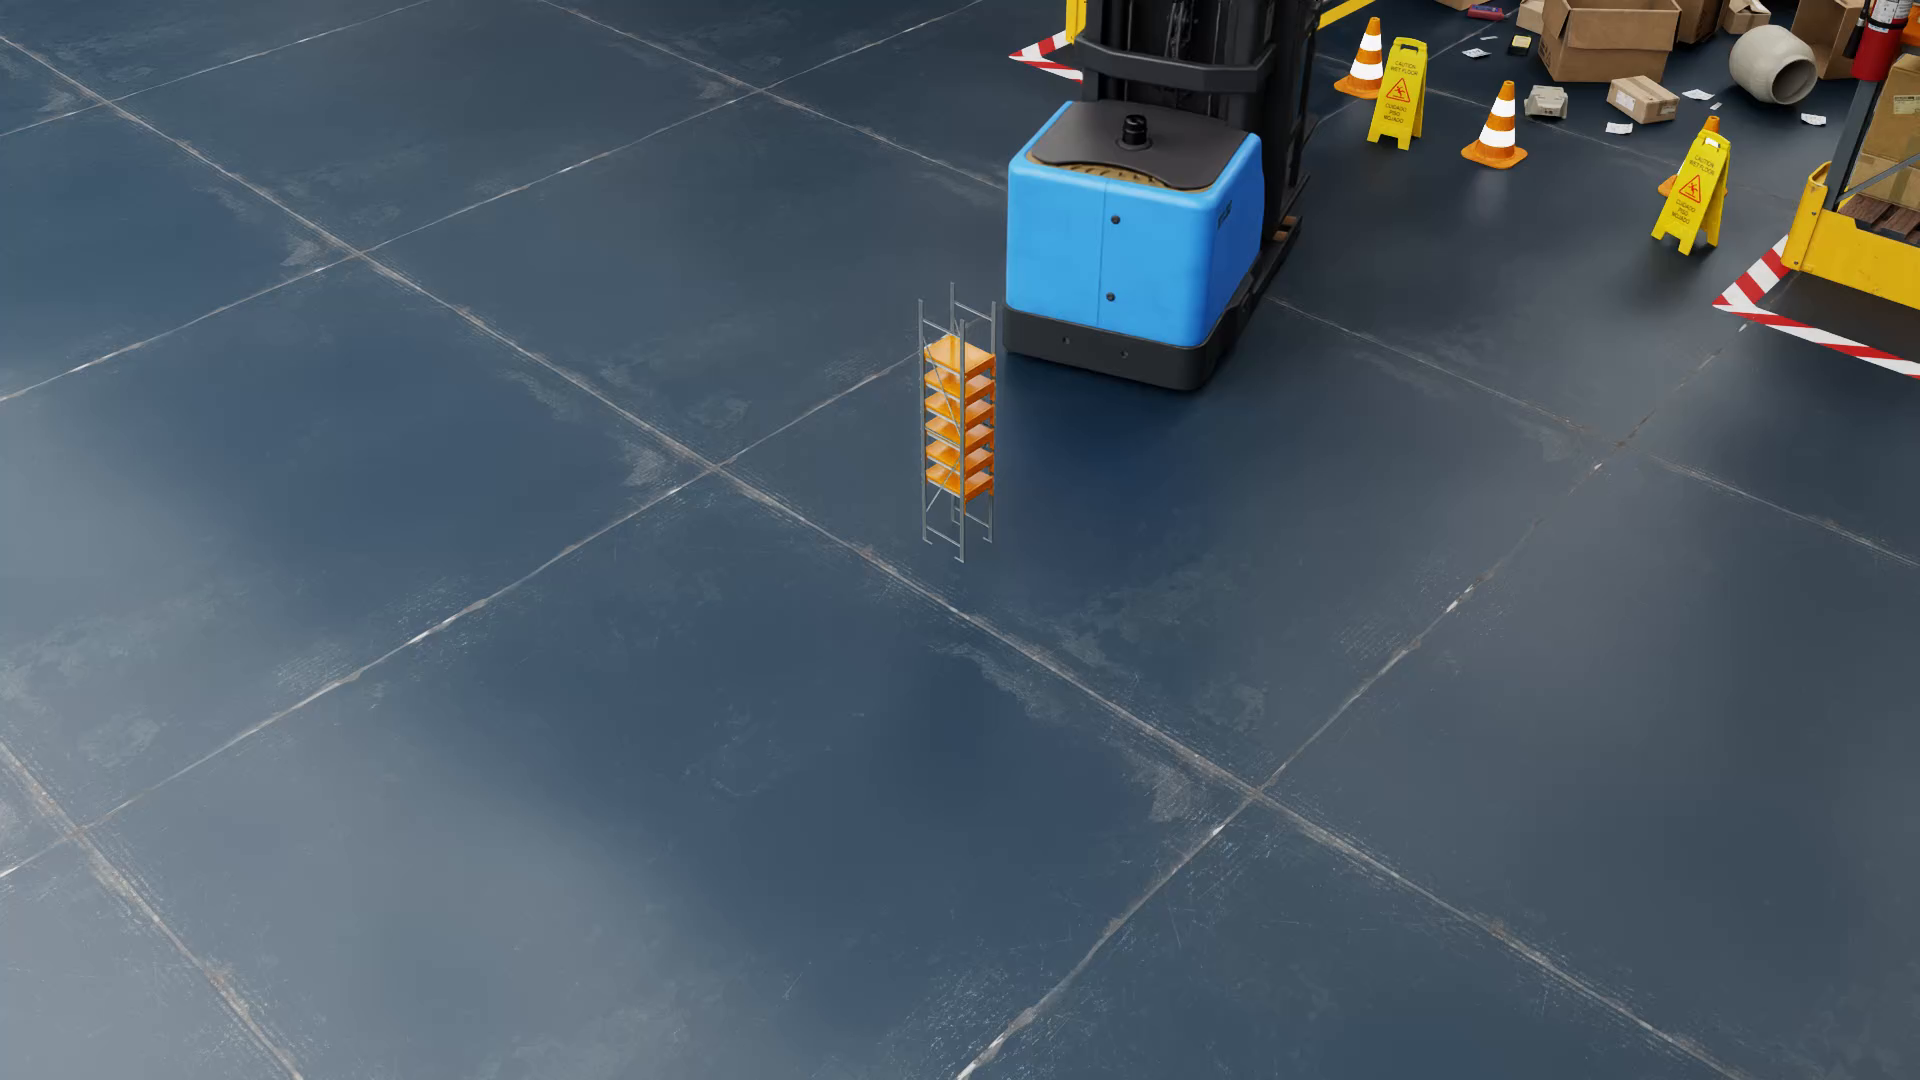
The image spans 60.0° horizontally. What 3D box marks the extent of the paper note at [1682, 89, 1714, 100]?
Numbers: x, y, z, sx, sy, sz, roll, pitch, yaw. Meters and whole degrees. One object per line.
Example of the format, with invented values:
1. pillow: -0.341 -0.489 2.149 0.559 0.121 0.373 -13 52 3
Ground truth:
1. paper note: 4.849 -2.928 10.917 0.142 0.019 0.148 -18 42 -21

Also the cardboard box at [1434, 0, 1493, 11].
1. cardboard box: 3.684 -4.245 12.185 0.500 0.500 0.500 -26 45 -29

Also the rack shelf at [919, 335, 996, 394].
1. rack shelf: -0.010 -0.710 6.672 0.258 0.103 0.180 30 47 32

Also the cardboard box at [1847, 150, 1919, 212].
1. cardboard box: 5.360 -2.081 9.328 0.500 0.250 0.500 29 47 32

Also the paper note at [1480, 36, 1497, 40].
1. paper note: 3.713 -3.525 11.675 0.123 0.001 0.032 -11 40 -14

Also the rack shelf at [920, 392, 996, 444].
1. rack shelf: -0.010 -0.522 6.821 0.258 0.103 0.180 30 47 32

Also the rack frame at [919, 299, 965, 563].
1. rack frame: -0.071 -0.421 6.815 0.240 1.200 0.006 30 47 32

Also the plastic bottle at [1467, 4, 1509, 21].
1. plastic bottle: 3.809 -3.792 11.970 0.283 0.061 0.133 14 41 17

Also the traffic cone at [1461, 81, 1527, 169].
1. traffic cone: 3.286 -2.553 10.089 0.336 0.463 0.334 30 47 32

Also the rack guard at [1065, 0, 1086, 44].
1. rack guard: 1.259 -3.540 11.300 1.175 0.500 0.348 30 47 32

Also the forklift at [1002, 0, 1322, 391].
1. forklift: 1.268 -2.786 8.399 1.130 2.935 3.031 15 41 18

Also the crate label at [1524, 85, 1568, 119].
1. crate label: 3.771 -2.813 10.678 0.250 0.136 0.298 8 39 10

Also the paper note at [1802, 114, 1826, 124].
1. paper note: 5.448 -2.689 10.607 0.142 0.019 0.148 14 41 17

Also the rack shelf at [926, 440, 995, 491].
1. rack shelf: -0.010 -0.334 6.971 0.258 0.103 0.180 30 47 32

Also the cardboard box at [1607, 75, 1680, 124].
1. cardboard box: 4.390 -2.831 10.691 0.250 0.149 0.380 -11 40 -14

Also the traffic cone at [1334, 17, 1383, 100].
1. traffic cone: 2.681 -3.184 10.882 0.336 0.463 0.334 30 47 32

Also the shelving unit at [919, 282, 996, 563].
1. shelving unit: -0.010 -0.463 6.868 0.258 1.200 0.189 30 47 32

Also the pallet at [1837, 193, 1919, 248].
1. pallet: 5.622 -1.799 9.343 1.003 0.211 1.213 30 47 32

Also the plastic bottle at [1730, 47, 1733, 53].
1. plastic bottle: 5.441 -3.379 11.451 0.283 0.061 0.133 -26 45 -29

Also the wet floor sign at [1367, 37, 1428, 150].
1. wet floor sign: 2.717 -2.763 10.206 0.267 0.644 0.232 22 43 25

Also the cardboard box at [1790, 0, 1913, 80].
1. cardboard box: 5.968 -3.437 11.168 0.500 0.500 0.500 -5 39 -6

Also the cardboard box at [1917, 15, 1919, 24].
1. cardboard box: 5.091 -2.660 8.388 0.380 0.149 0.250 31 48 33

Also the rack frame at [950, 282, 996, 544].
1. rack frame: 0.052 -0.505 6.921 0.240 1.200 0.006 30 47 32

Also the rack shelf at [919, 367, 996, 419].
1. rack shelf: -0.010 -0.616 6.746 0.258 0.103 0.180 30 47 32

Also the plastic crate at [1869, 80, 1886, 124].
1. plastic crate: 6.031 -2.815 10.726 0.402 0.080 0.583 14 41 17

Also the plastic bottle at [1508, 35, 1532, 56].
1. plastic bottle: 3.886 -3.440 11.527 0.133 0.061 0.283 14 41 17

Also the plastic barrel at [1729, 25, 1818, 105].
1. plastic barrel: 5.273 -3.073 10.775 0.421 0.421 0.512 -5 39 -6

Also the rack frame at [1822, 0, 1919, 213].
1. rack frame: 4.997 -2.497 7.980 1.000 3.000 0.127 30 47 32

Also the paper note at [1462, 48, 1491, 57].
1. paper note: 3.558 -3.355 11.446 0.142 0.017 0.144 -18 42 -21

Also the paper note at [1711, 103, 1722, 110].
1. paper note: 4.904 -2.813 10.780 0.032 0.001 0.123 30 47 32

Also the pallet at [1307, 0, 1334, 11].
1. pallet: 2.580 -4.396 12.609 1.003 0.211 1.213 30 47 32

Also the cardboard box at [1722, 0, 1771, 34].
1. cardboard box: 5.562 -3.792 11.805 0.258 0.266 0.396 2 39 2

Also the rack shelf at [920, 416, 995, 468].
1. rack shelf: -0.010 -0.428 6.896 0.258 0.103 0.180 30 47 32

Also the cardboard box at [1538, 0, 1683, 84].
1. cardboard box: 4.313 -3.390 11.109 0.797 0.503 0.637 2 39 2

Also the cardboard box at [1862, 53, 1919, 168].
1. cardboard box: 5.345 -2.356 9.073 0.500 0.500 0.500 30 47 32

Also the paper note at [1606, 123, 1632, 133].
1. paper note: 4.165 -2.605 10.502 0.148 0.019 0.142 14 41 17

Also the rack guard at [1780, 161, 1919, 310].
1. rack guard: 5.048 -1.554 8.802 1.175 0.500 0.348 30 47 32

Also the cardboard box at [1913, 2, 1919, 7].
1. cardboard box: 5.180 -2.823 8.593 0.380 0.149 0.250 29 47 31

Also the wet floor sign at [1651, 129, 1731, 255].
1. wet floor sign: 4.079 -1.938 9.168 0.232 0.644 0.267 -18 42 -21

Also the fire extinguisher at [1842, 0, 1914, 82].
1. fire extinguisher: 4.580 -2.608 8.182 0.296 0.674 0.183 30 47 32

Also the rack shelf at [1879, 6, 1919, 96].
1. rack shelf: 6.346 -3.134 9.360 1.077 0.370 4.000 30 47 32

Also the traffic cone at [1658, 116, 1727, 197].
1. traffic cone: 4.335 -2.243 9.700 0.336 0.463 0.334 30 47 32

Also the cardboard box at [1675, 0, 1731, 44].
1. cardboard box: 4.938 -3.876 11.611 0.797 0.637 0.503 30 47 32

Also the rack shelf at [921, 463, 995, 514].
1. rack shelf: -0.010 -0.240 7.045 0.258 0.103 0.180 30 47 32

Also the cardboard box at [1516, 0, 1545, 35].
1. cardboard box: 4.173 -3.734 11.732 0.258 0.266 0.396 -26 45 -29

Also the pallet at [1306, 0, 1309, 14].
1. pallet: 1.757 -3.838 11.907 1.003 0.211 1.213 30 47 32
